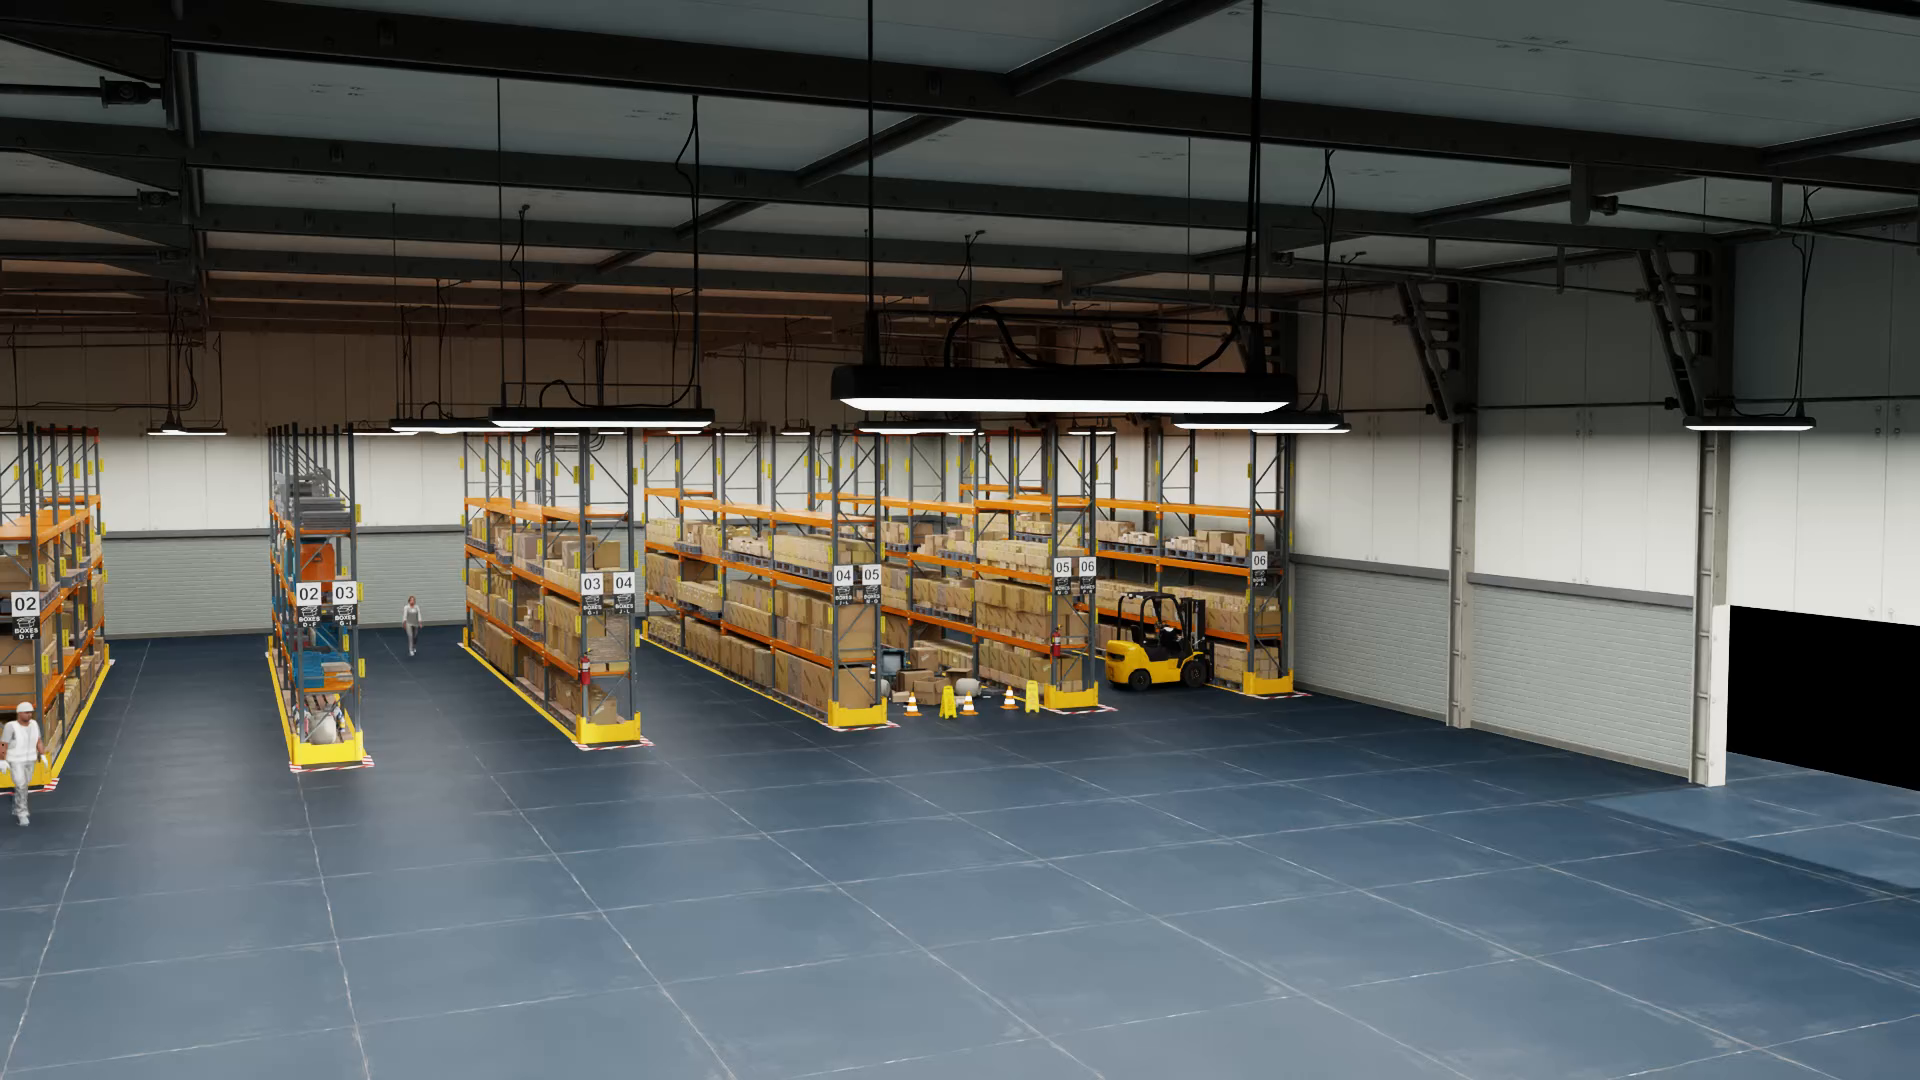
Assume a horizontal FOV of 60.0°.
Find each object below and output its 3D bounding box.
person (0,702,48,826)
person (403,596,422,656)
[{"bbox_3d":[-14.030,3.319,24.871,0.757,1.793,0.611,2,4,31],"label":"person"},{"bbox_3d":[-14.455,2.248,43.881,0.447,1.540,0.972,-2,4,-26],"label":"person"}]
